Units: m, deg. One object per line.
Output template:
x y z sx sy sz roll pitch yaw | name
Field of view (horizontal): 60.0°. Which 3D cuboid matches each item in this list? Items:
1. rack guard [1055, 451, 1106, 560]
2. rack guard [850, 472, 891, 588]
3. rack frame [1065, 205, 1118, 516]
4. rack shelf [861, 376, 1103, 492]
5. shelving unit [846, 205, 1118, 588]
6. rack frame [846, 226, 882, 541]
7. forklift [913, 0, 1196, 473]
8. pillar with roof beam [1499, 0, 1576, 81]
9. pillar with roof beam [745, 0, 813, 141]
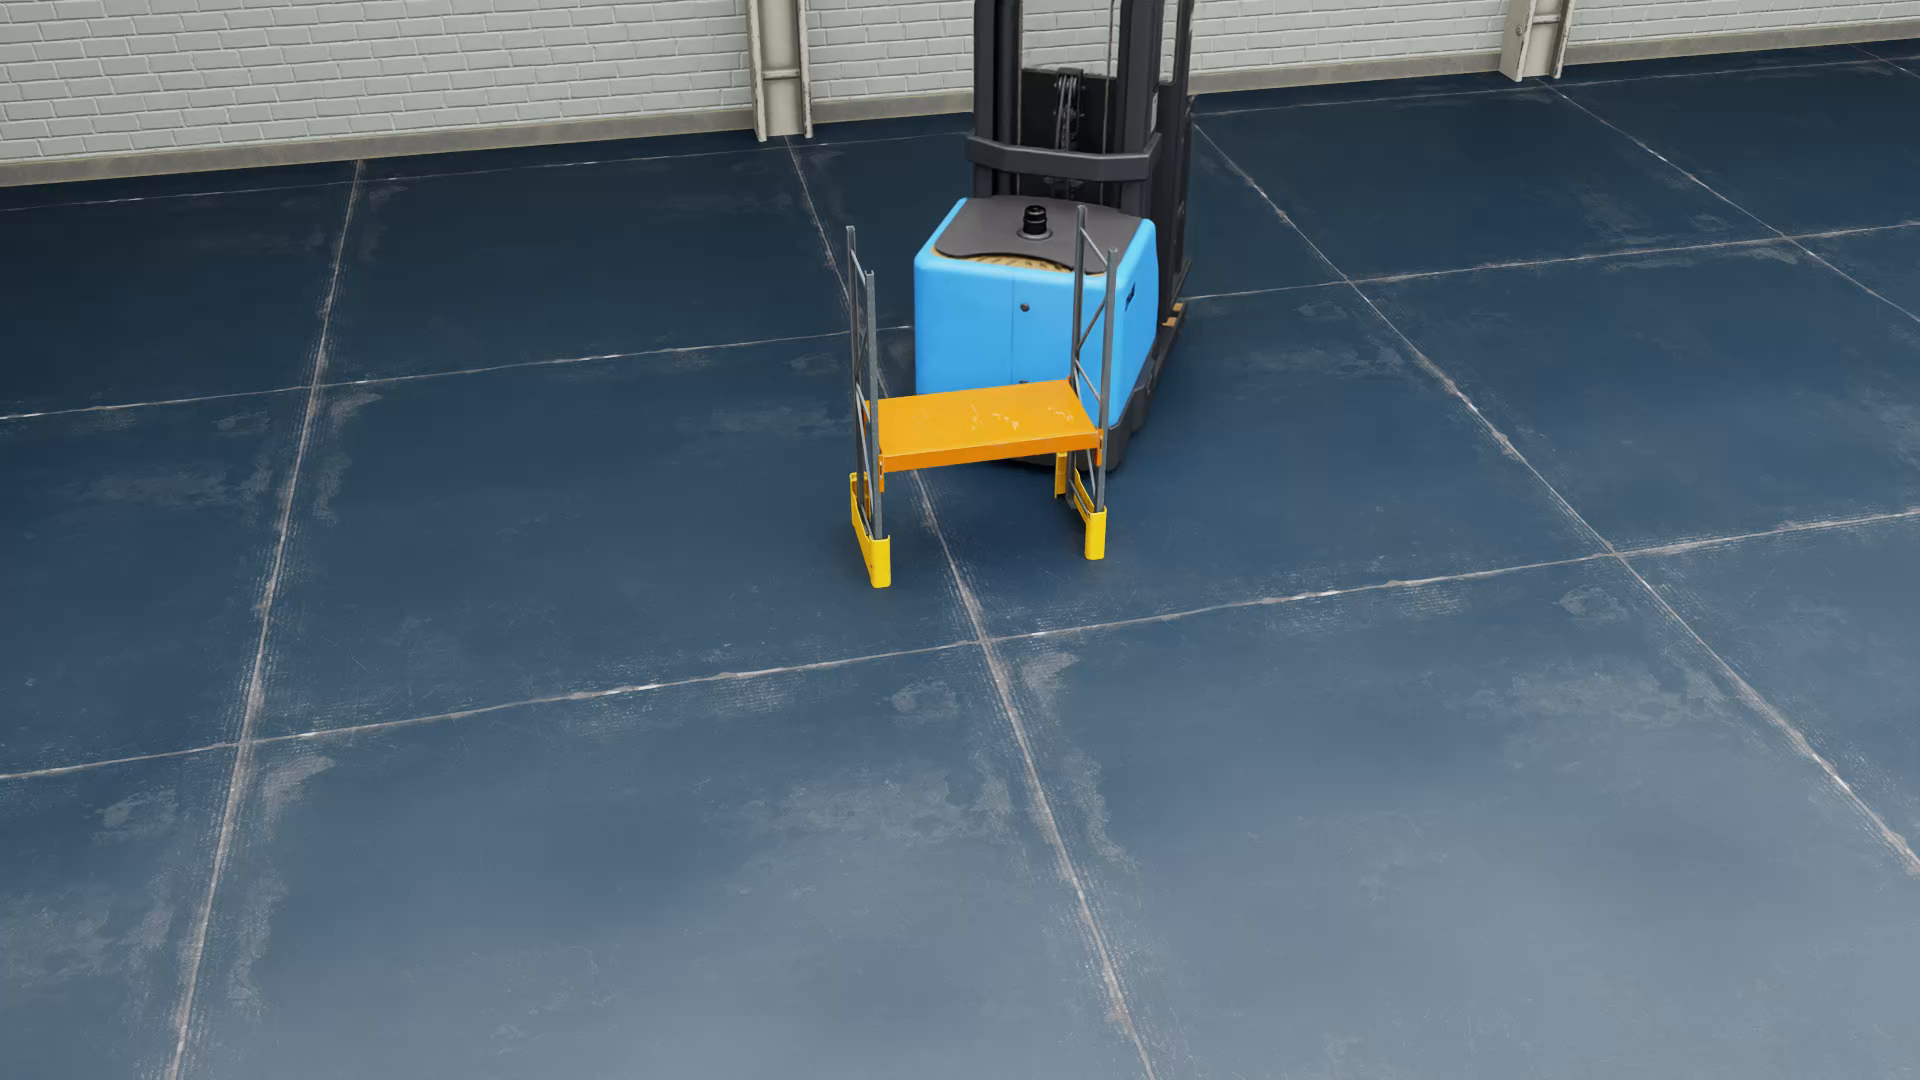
0.560 -0.174 7.786 0.087 0.250 0.587 -7 35 -11 | rack guard
-0.411 -0.052 7.603 0.087 0.250 0.587 -7 35 -11 | rack guard
0.579 -0.696 7.441 0.032 1.500 0.500 -7 35 -11 | rack frame
0.083 -0.484 7.448 1.000 0.185 0.538 -7 35 -11 | rack shelf
0.074 -0.632 7.346 1.083 1.500 0.587 -7 35 -11 | shelving unit
-0.413 -0.571 7.255 0.032 1.500 0.500 -7 35 -11 | rack frame
0.675 -2.363 8.641 1.130 2.935 3.031 9 35 14 | forklift
5.503 -5.133 7.323 0.400 9.000 9.100 -7 35 -11 | pillar with roof beam
-0.350 -4.395 6.224 0.400 9.000 9.100 -7 35 -11 | pillar with roof beam
